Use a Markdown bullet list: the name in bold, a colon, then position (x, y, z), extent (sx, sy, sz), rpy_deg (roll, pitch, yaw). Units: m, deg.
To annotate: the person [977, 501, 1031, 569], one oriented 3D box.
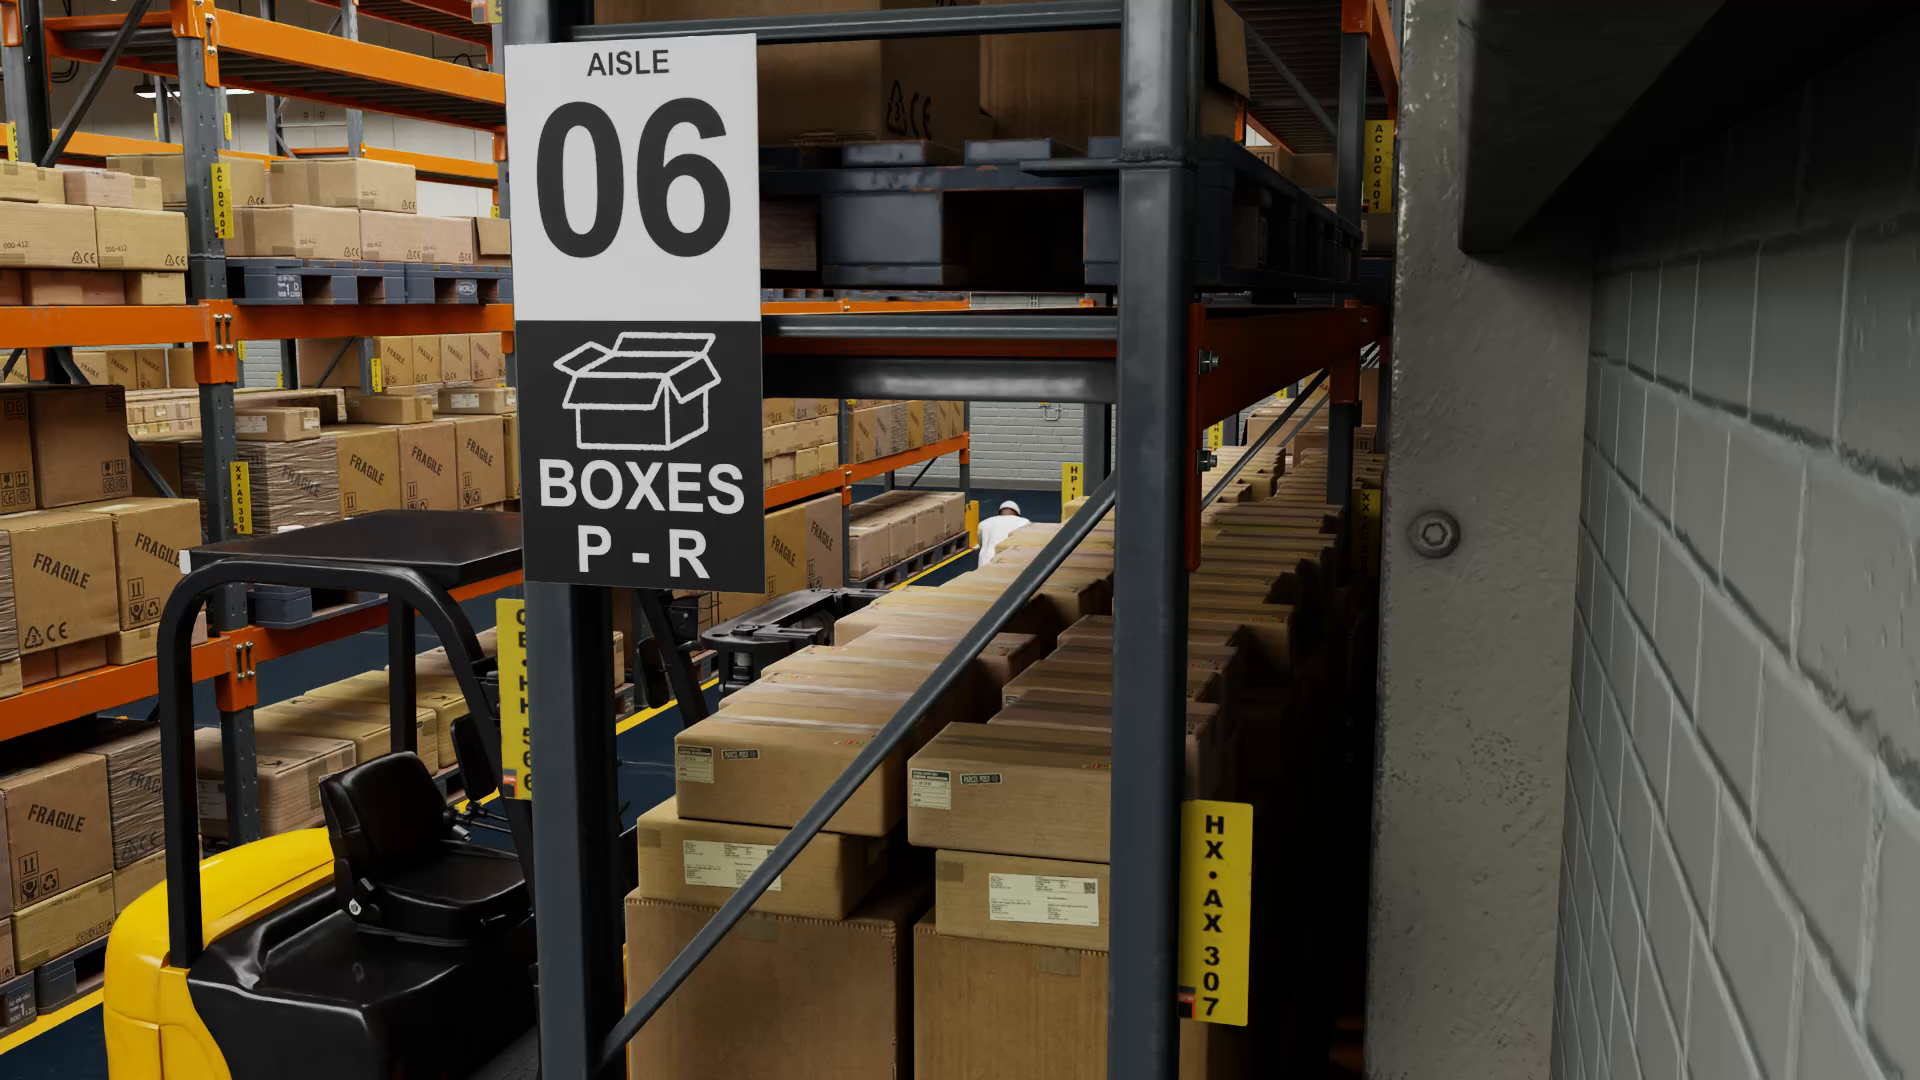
- **person**: position (0.399, 0.182, 14.967), extent (0.544, 1.010, 0.904), rpy_deg (2, 9, 15)
